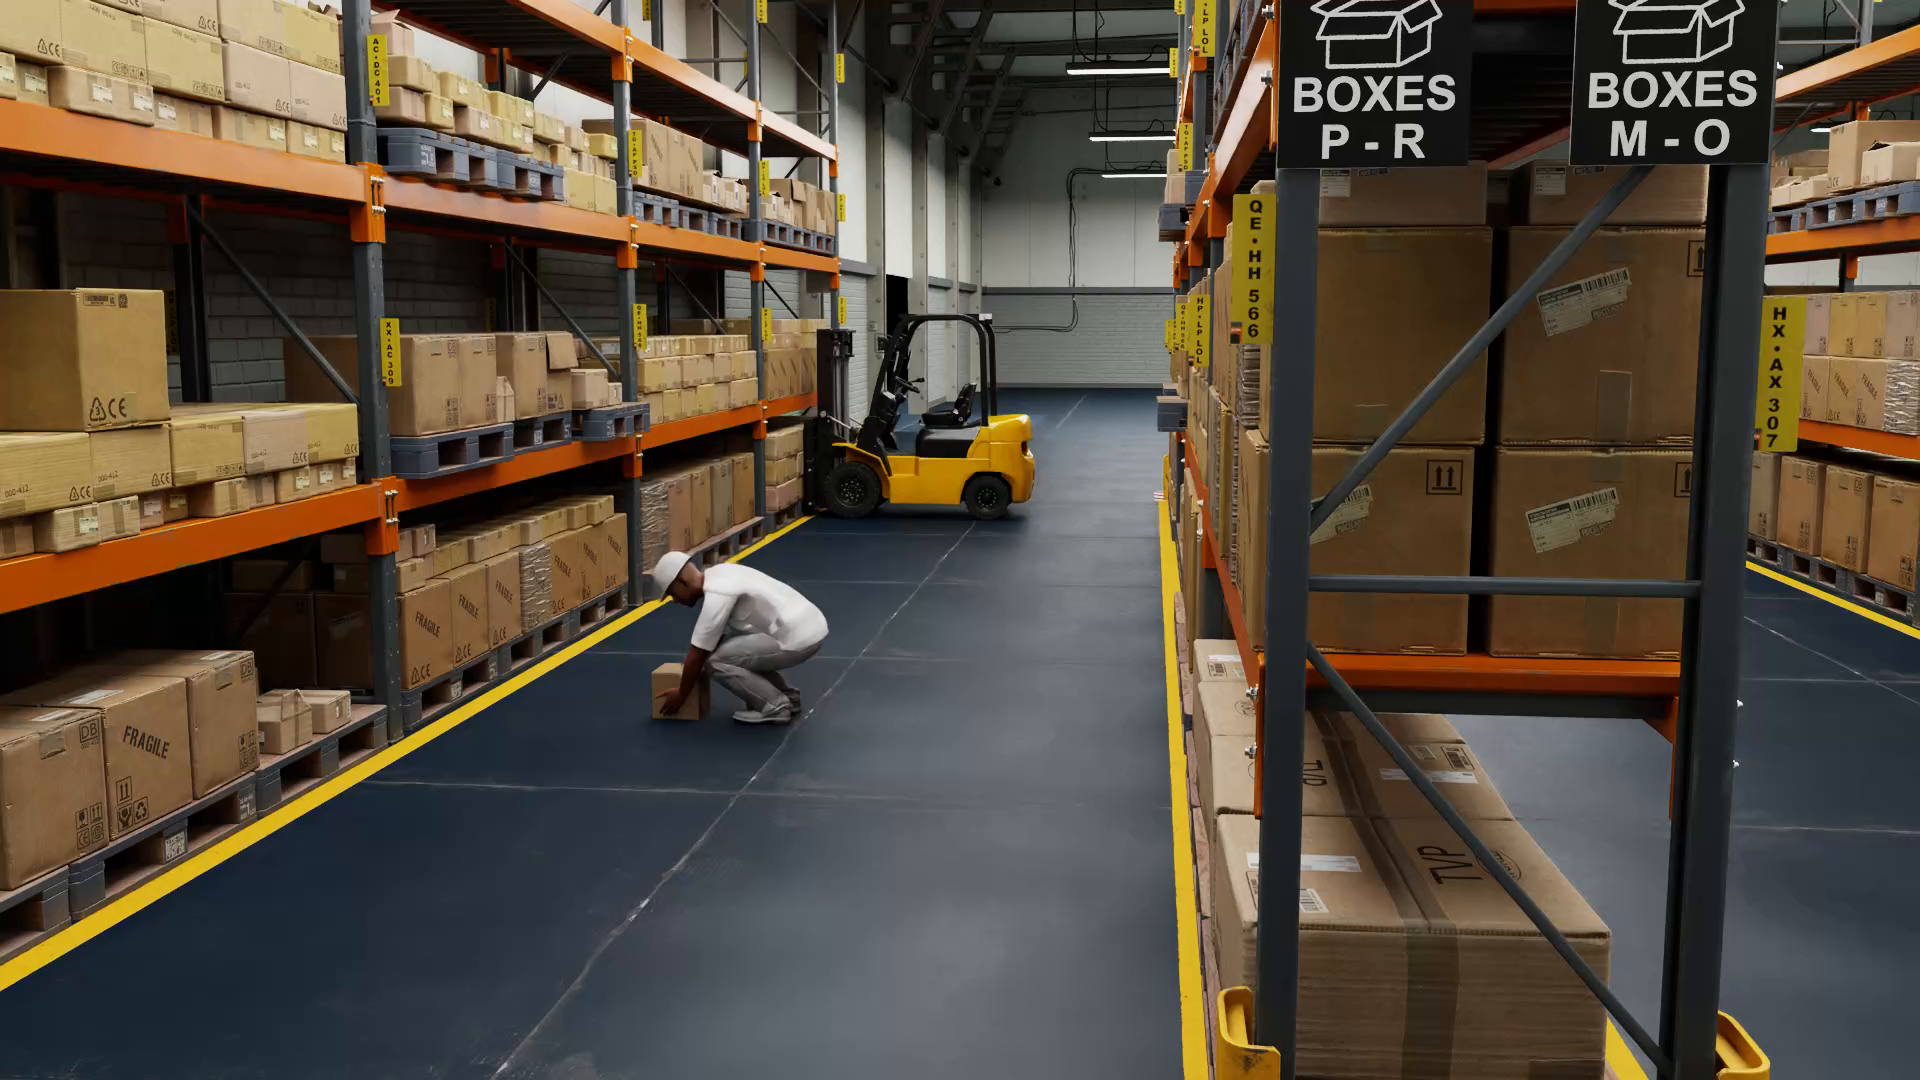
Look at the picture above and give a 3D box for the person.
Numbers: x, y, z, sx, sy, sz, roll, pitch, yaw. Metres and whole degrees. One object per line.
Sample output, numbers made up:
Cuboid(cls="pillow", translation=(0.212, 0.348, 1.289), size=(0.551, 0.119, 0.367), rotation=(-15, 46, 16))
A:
Cuboid(cls="person", translation=(-1.156, 0.503, 8.755), size=(0.896, 0.893, 0.563), rotation=(1, 8, 6))
